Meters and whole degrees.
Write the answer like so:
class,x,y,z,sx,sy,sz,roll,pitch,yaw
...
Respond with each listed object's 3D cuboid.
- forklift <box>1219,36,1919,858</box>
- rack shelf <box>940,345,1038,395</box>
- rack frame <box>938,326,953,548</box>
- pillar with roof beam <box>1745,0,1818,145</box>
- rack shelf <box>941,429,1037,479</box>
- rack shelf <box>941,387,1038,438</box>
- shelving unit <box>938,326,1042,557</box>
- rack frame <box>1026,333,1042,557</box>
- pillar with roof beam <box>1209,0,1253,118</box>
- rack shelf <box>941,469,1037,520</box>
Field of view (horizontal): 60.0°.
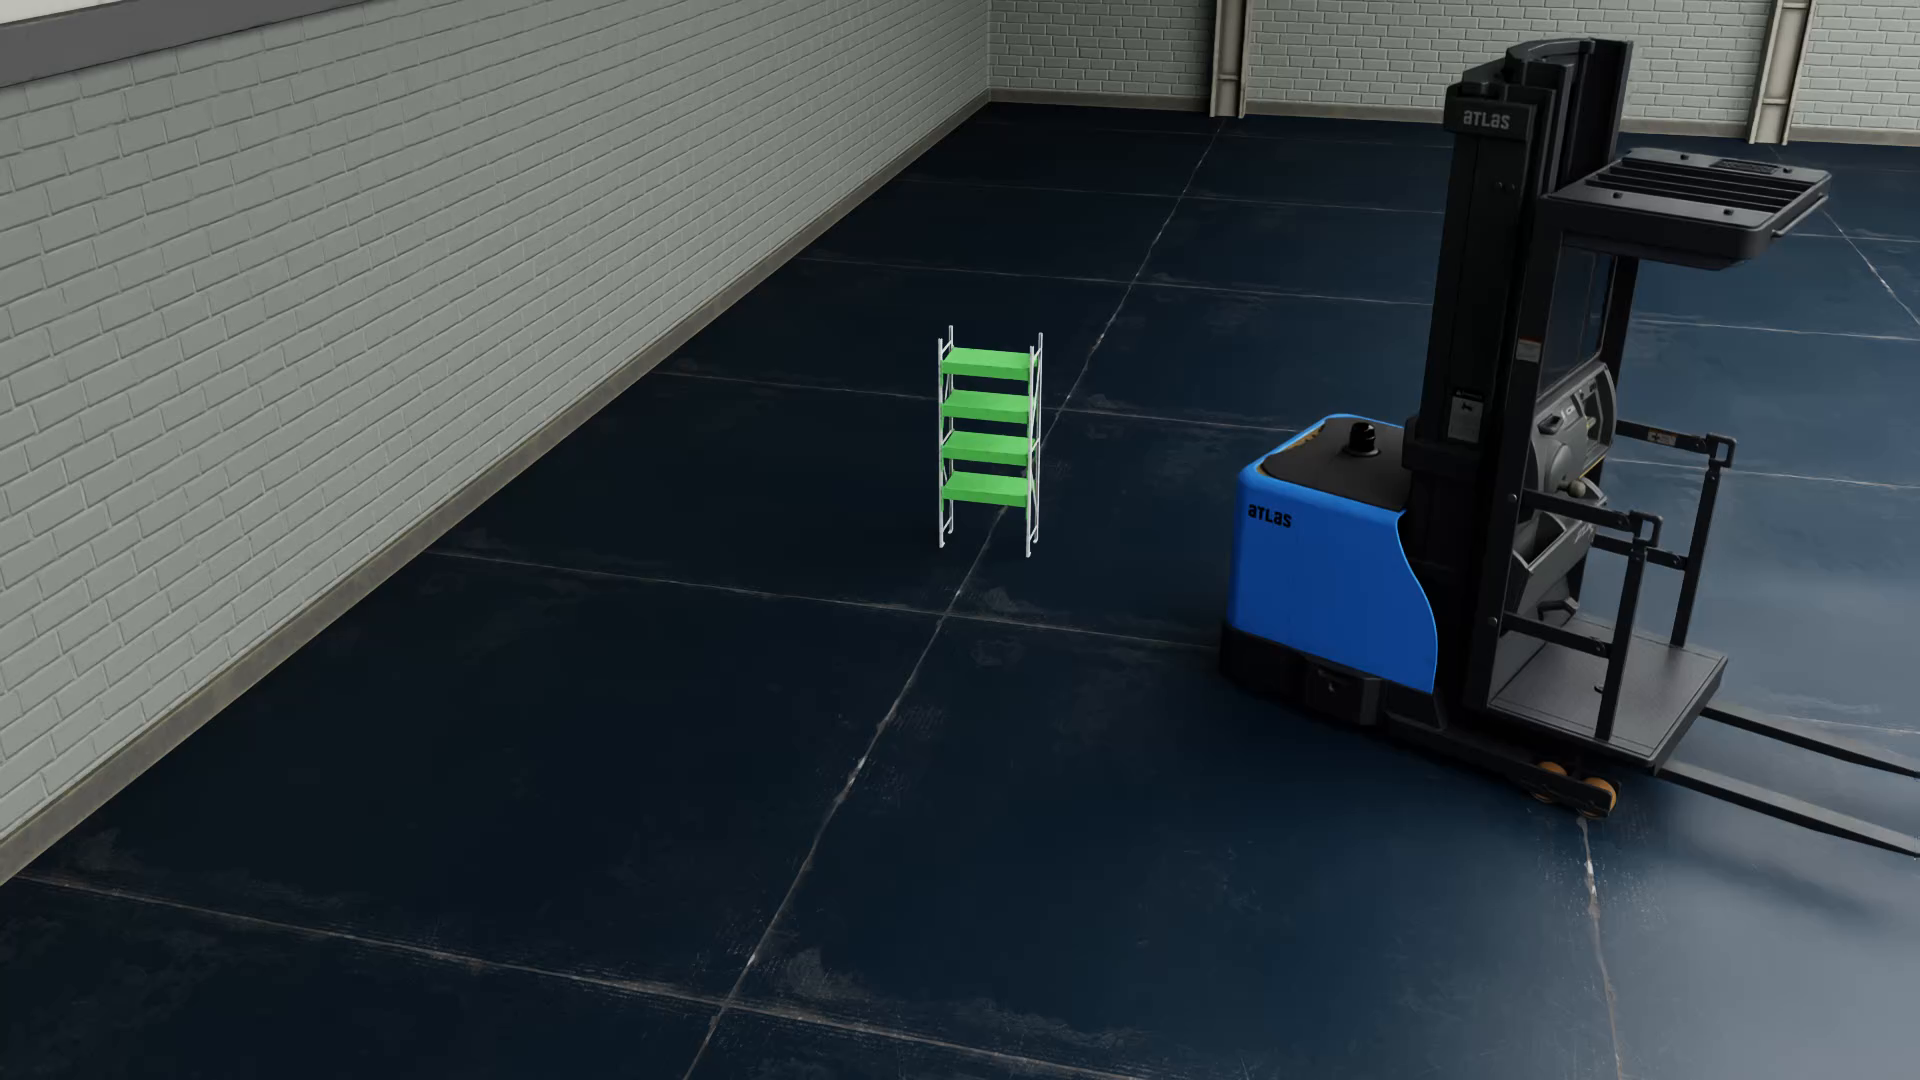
class,x,y,z,sx,sy,sz,roll,pitch,yaw
forklift,2.695,-0.434,6.752,3.031,2.935,1.130,19,31,34
rack shelf,0.160,-0.900,8.776,0.480,0.148,0.258,6,26,13
rack frame,-0.076,-0.550,9.010,0.015,1.200,0.240,6,26,13
pillar with roof beam,7.950,-6.736,12.931,0.400,9.000,9.100,6,26,13
rack shelf,0.160,-0.466,8.982,0.480,0.148,0.258,6,26,13
rack shelf,0.160,-0.683,8.879,0.480,0.148,0.258,6,26,13
shelving unit,0.160,-0.524,8.955,0.503,1.200,0.258,6,26,13
rack frame,0.397,-0.498,8.900,0.015,1.200,0.240,6,26,13
pillar with roof beam,2.140,-7.379,14.280,0.400,9.000,9.100,6,26,13
rack shelf,0.160,-0.250,9.085,0.480,0.148,0.258,6,26,13
